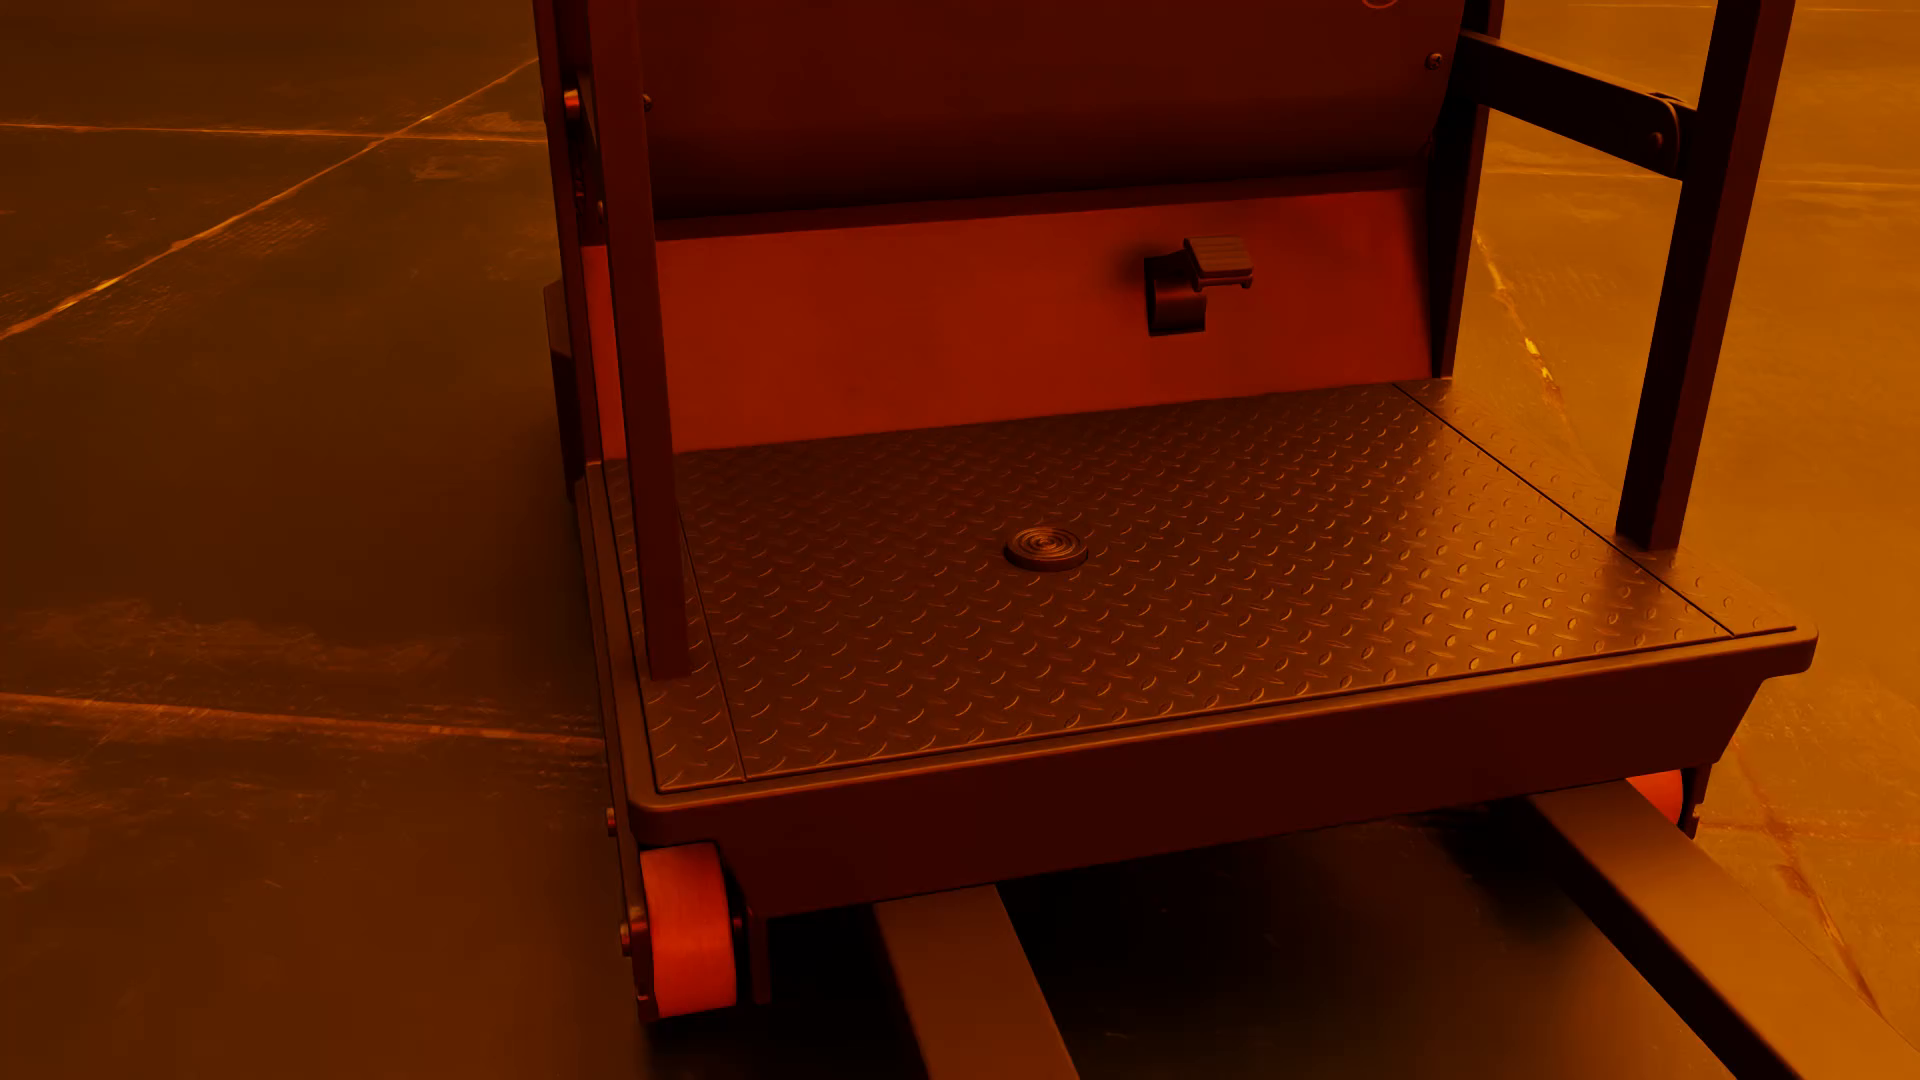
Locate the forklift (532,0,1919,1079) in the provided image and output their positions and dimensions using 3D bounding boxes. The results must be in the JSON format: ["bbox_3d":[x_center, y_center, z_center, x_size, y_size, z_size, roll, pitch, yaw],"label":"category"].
[{"bbox_3d":[0.153,-1.049,1.319,1.130,2.935,3.031,-7,27,-13],"label":"forklift"}]
